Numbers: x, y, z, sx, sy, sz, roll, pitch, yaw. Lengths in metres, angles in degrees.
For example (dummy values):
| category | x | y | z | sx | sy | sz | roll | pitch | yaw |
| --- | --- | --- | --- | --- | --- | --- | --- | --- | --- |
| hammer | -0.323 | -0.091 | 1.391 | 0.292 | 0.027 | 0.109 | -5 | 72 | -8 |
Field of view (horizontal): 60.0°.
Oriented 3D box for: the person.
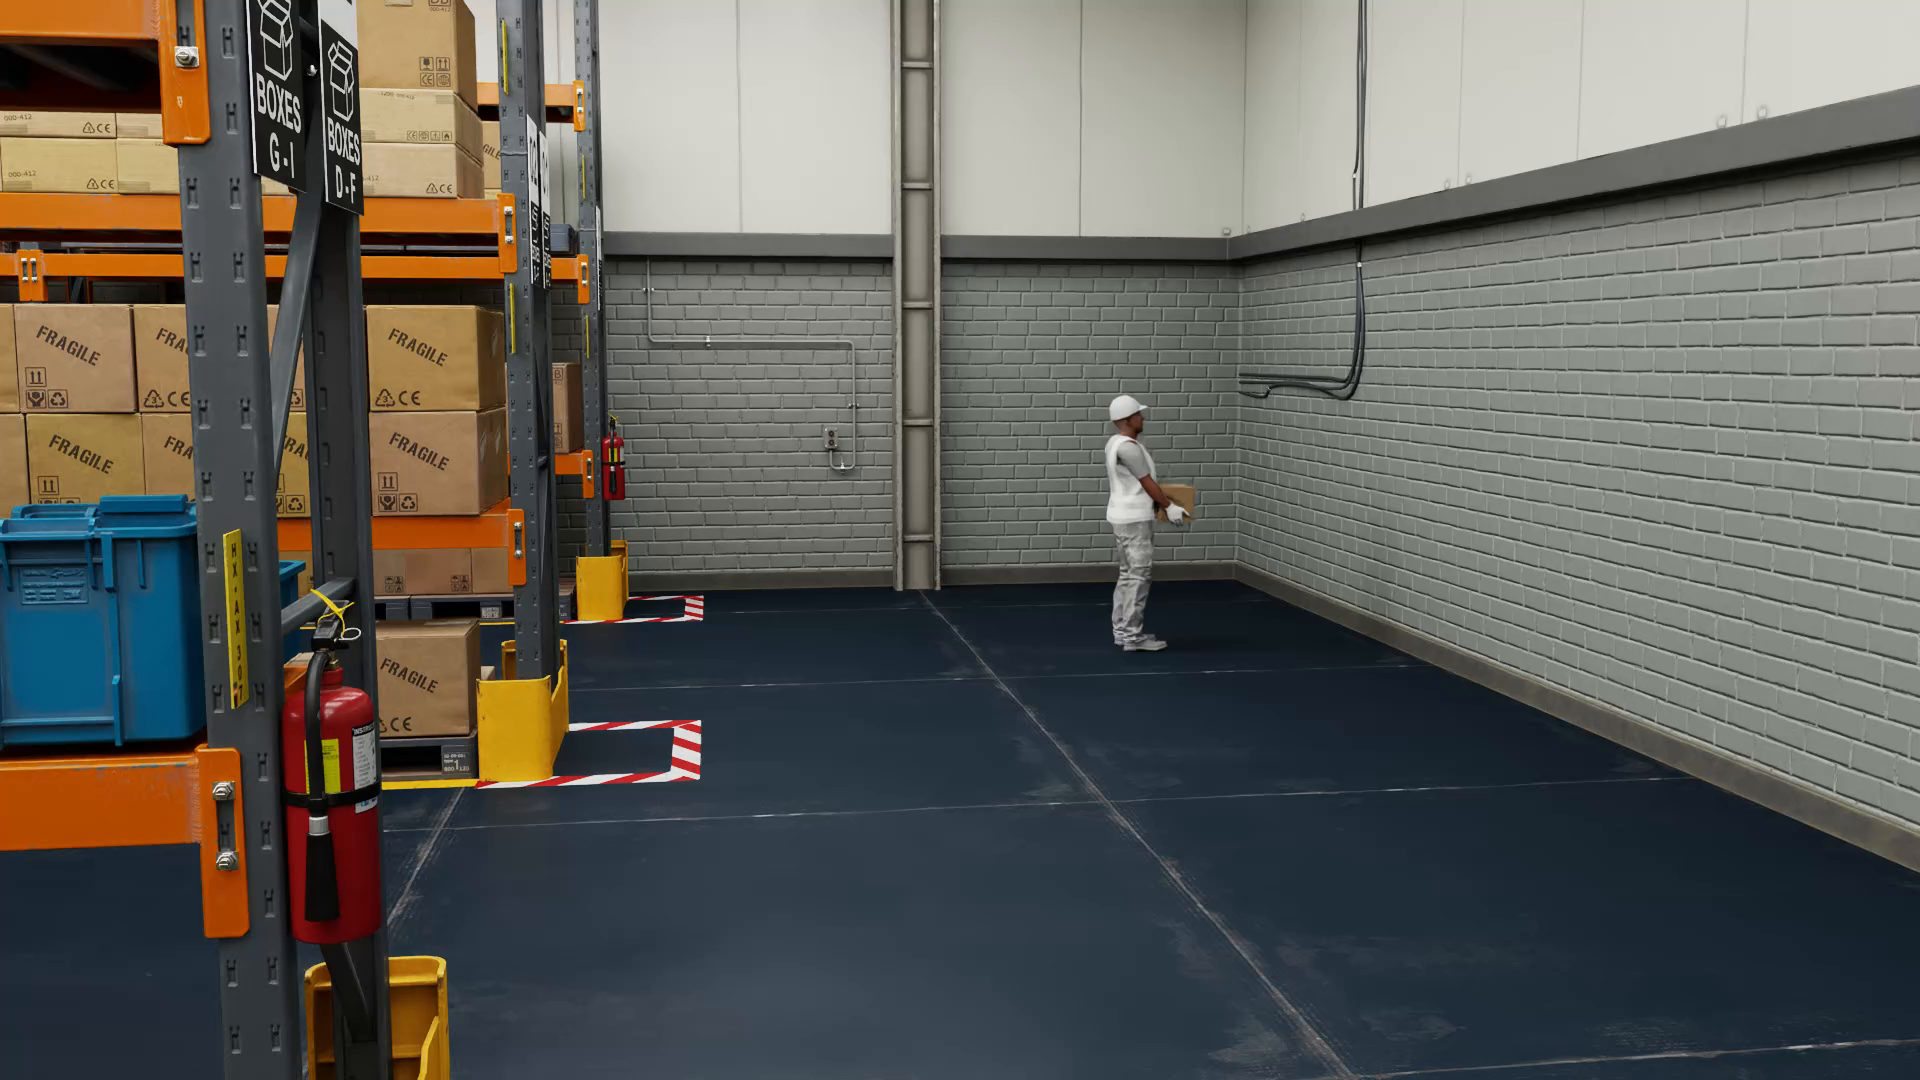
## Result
| category | x | y | z | sx | sy | sz | roll | pitch | yaw |
| --- | --- | --- | --- | --- | --- | --- | --- | --- | --- |
| person | 1.314 | -0.126 | 11.737 | 0.572 | 1.786 | 0.497 | 0 | 6 | -4 |
